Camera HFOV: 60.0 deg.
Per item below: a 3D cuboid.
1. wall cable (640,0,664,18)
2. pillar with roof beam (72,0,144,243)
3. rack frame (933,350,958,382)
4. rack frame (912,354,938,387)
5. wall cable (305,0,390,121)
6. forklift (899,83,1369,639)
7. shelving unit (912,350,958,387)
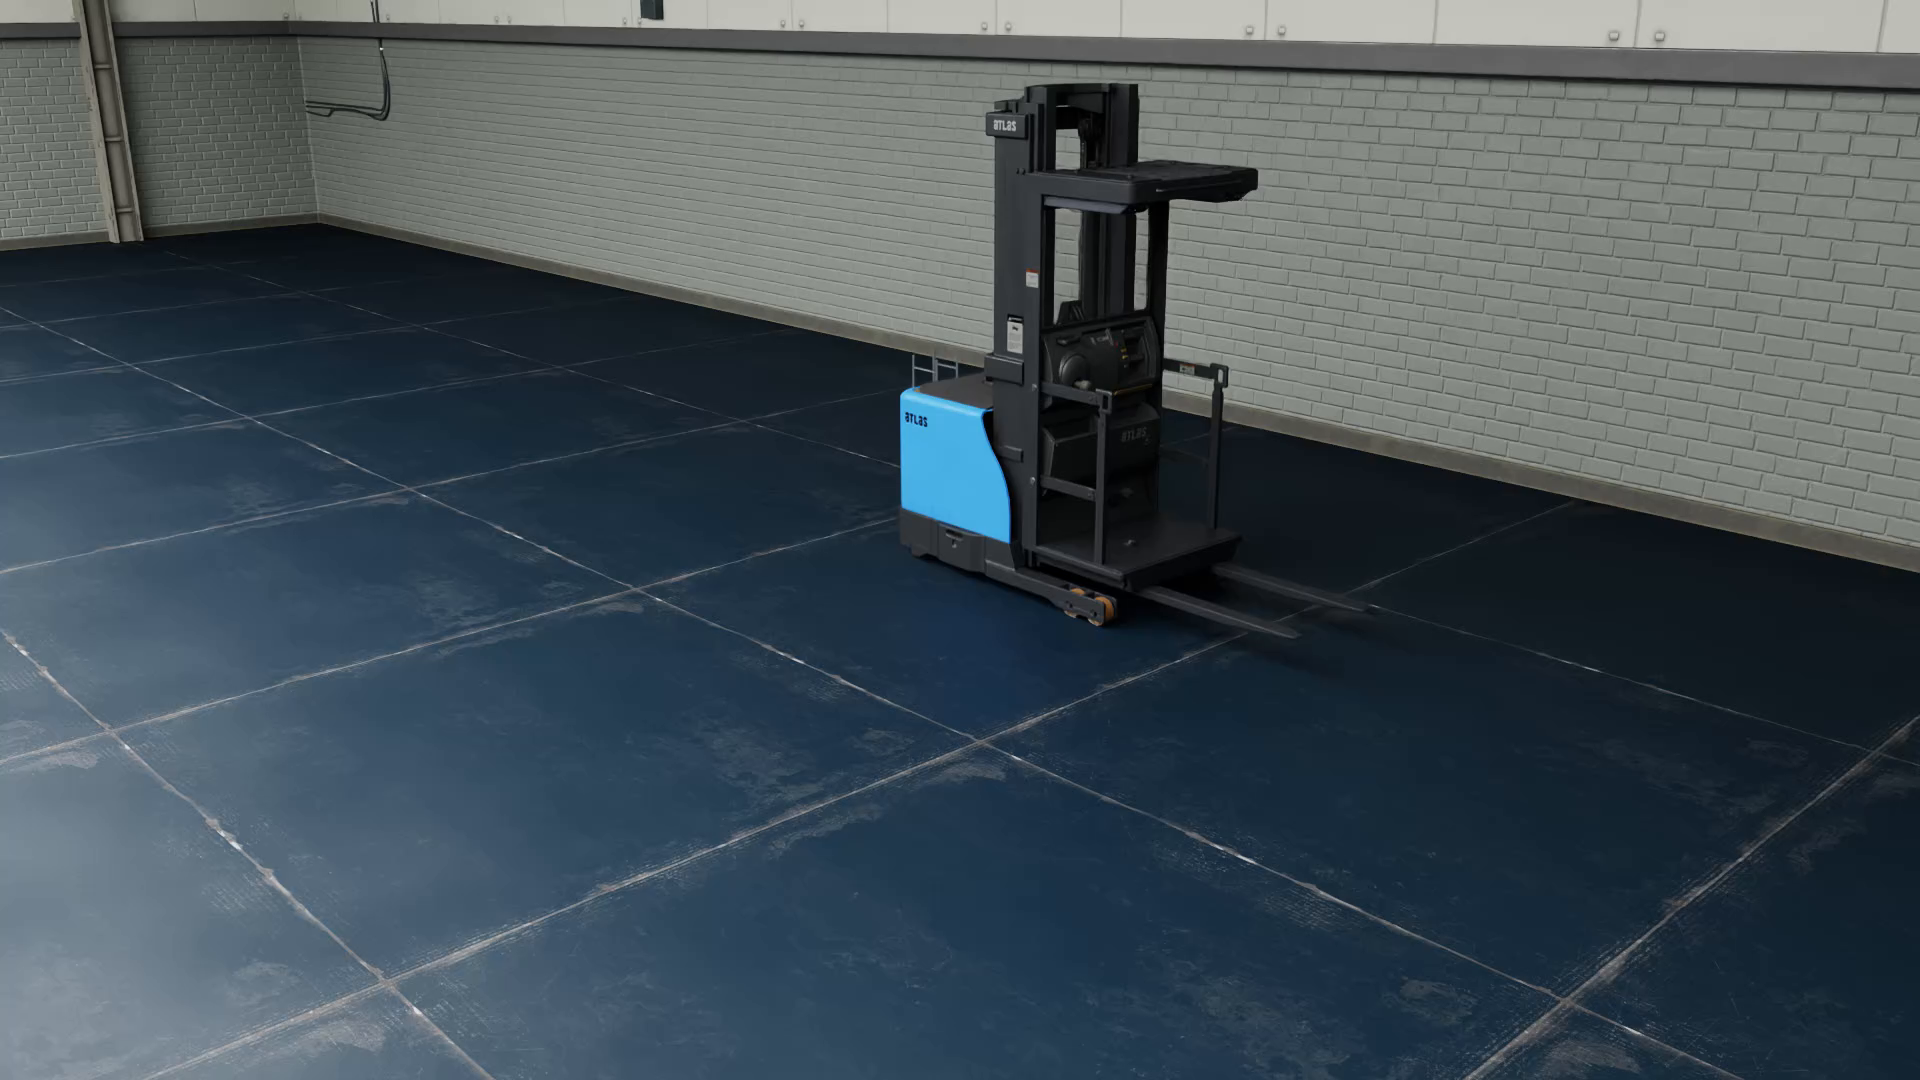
[{"bbox_3d":[-2.812,-8.539,17.216,0.169,6.003,2.305,-16,24,-41],"label":"wall cable"},{"bbox_3d":[-9.414,-7.759,20.326,0.400,9.000,9.100,-16,24,-41],"label":"pillar with roof beam"},{"bbox_3d":[-0.095,-0.651,11.047,0.006,1.200,0.240,-17,24,-41],"label":"rack frame"},{"bbox_3d":[-0.227,-0.612,10.926,0.006,1.200,0.240,-17,24,-41],"label":"rack frame"},{"bbox_3d":[-9.323,-7.575,24.792,0.112,2.526,3.097,-16,24,-41],"label":"wall cable"},{"bbox_3d":[0.975,-1.082,9.570,1.130,2.935,3.031,-16,24,-40],"label":"forklift"},{"bbox_3d":[-0.161,-0.631,10.987,0.189,1.200,0.258,-17,24,-41],"label":"shelving unit"}]
